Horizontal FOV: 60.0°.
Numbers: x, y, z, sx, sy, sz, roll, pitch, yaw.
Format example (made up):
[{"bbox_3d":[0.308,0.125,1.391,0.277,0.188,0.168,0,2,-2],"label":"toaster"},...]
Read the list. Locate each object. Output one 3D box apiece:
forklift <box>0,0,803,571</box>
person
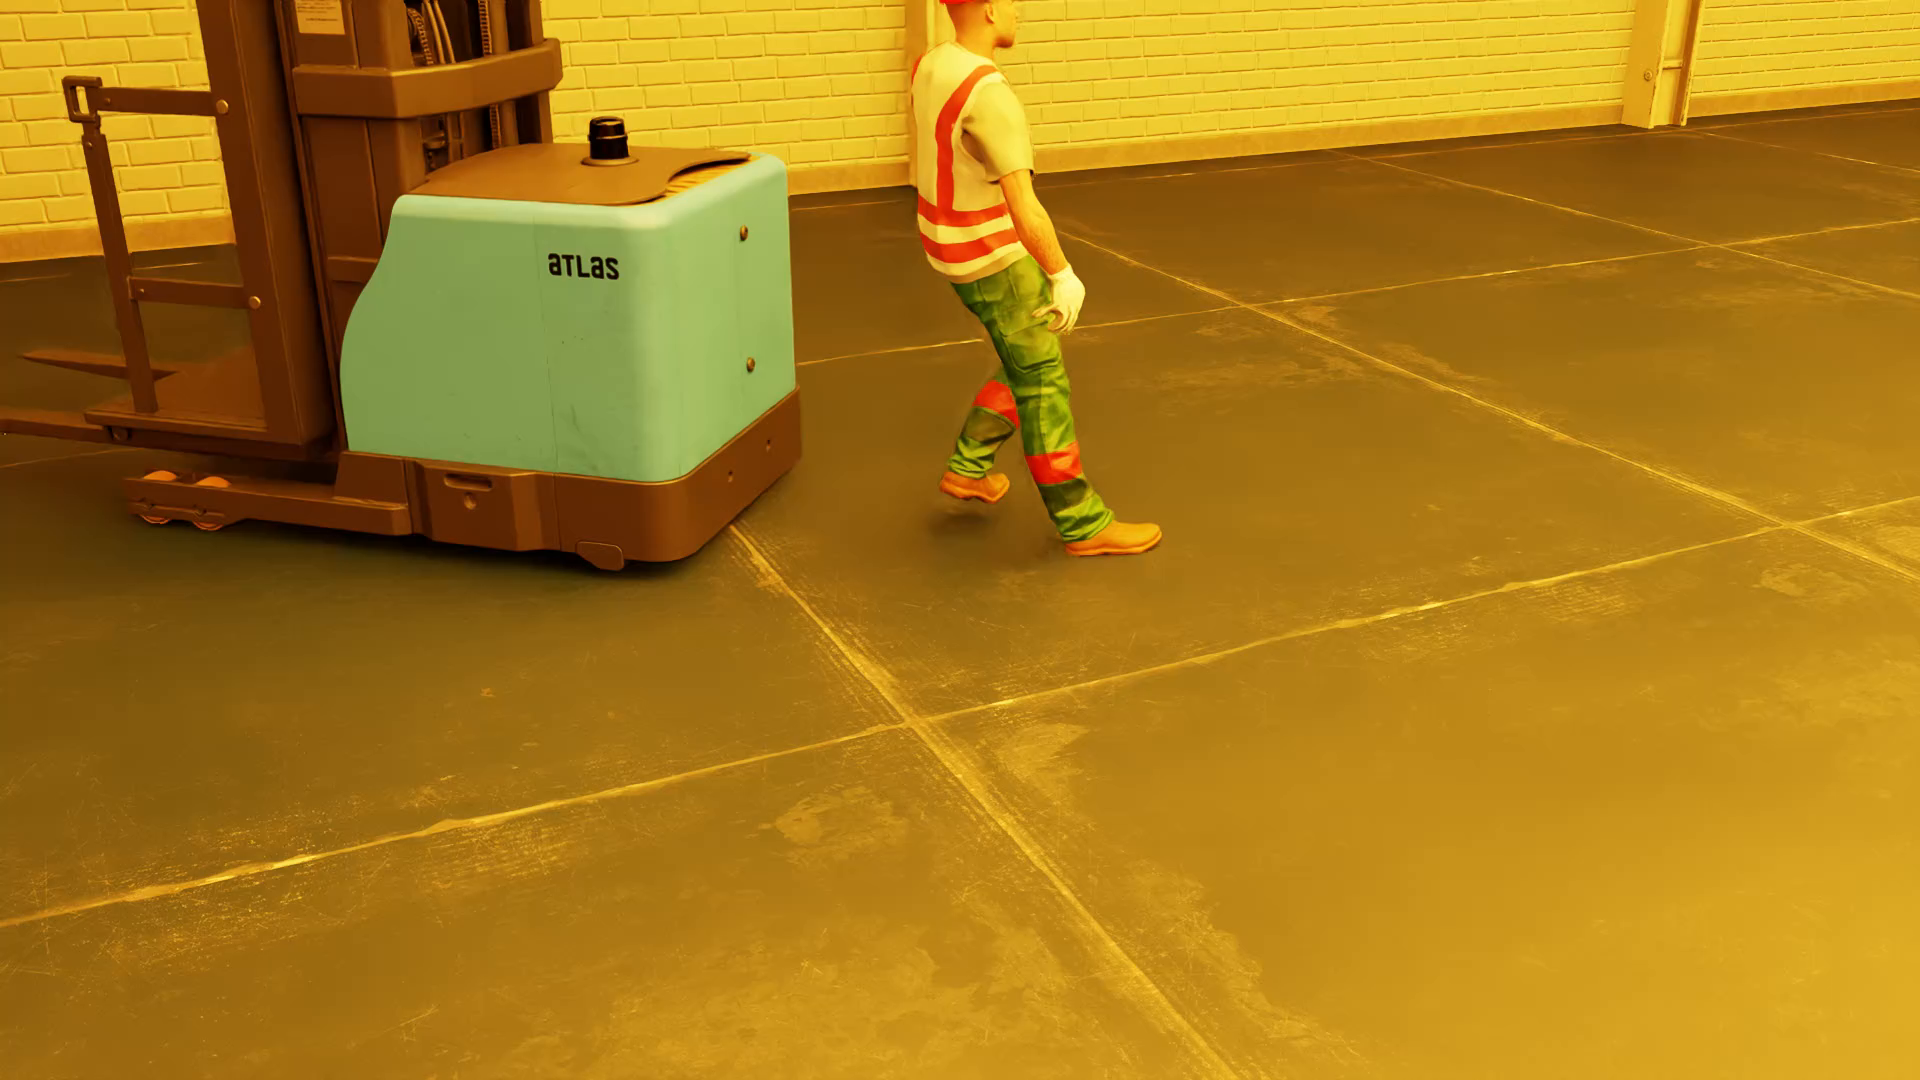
[{"bbox_3d":[-2.107,-1.568,5.061,3.031,2.935,1.130,6,23,15],"label":"forklift"},{"bbox_3d":[0.213,-0.846,4.928,0.664,1.740,0.733,-6,23,-15],"label":"person"}]
